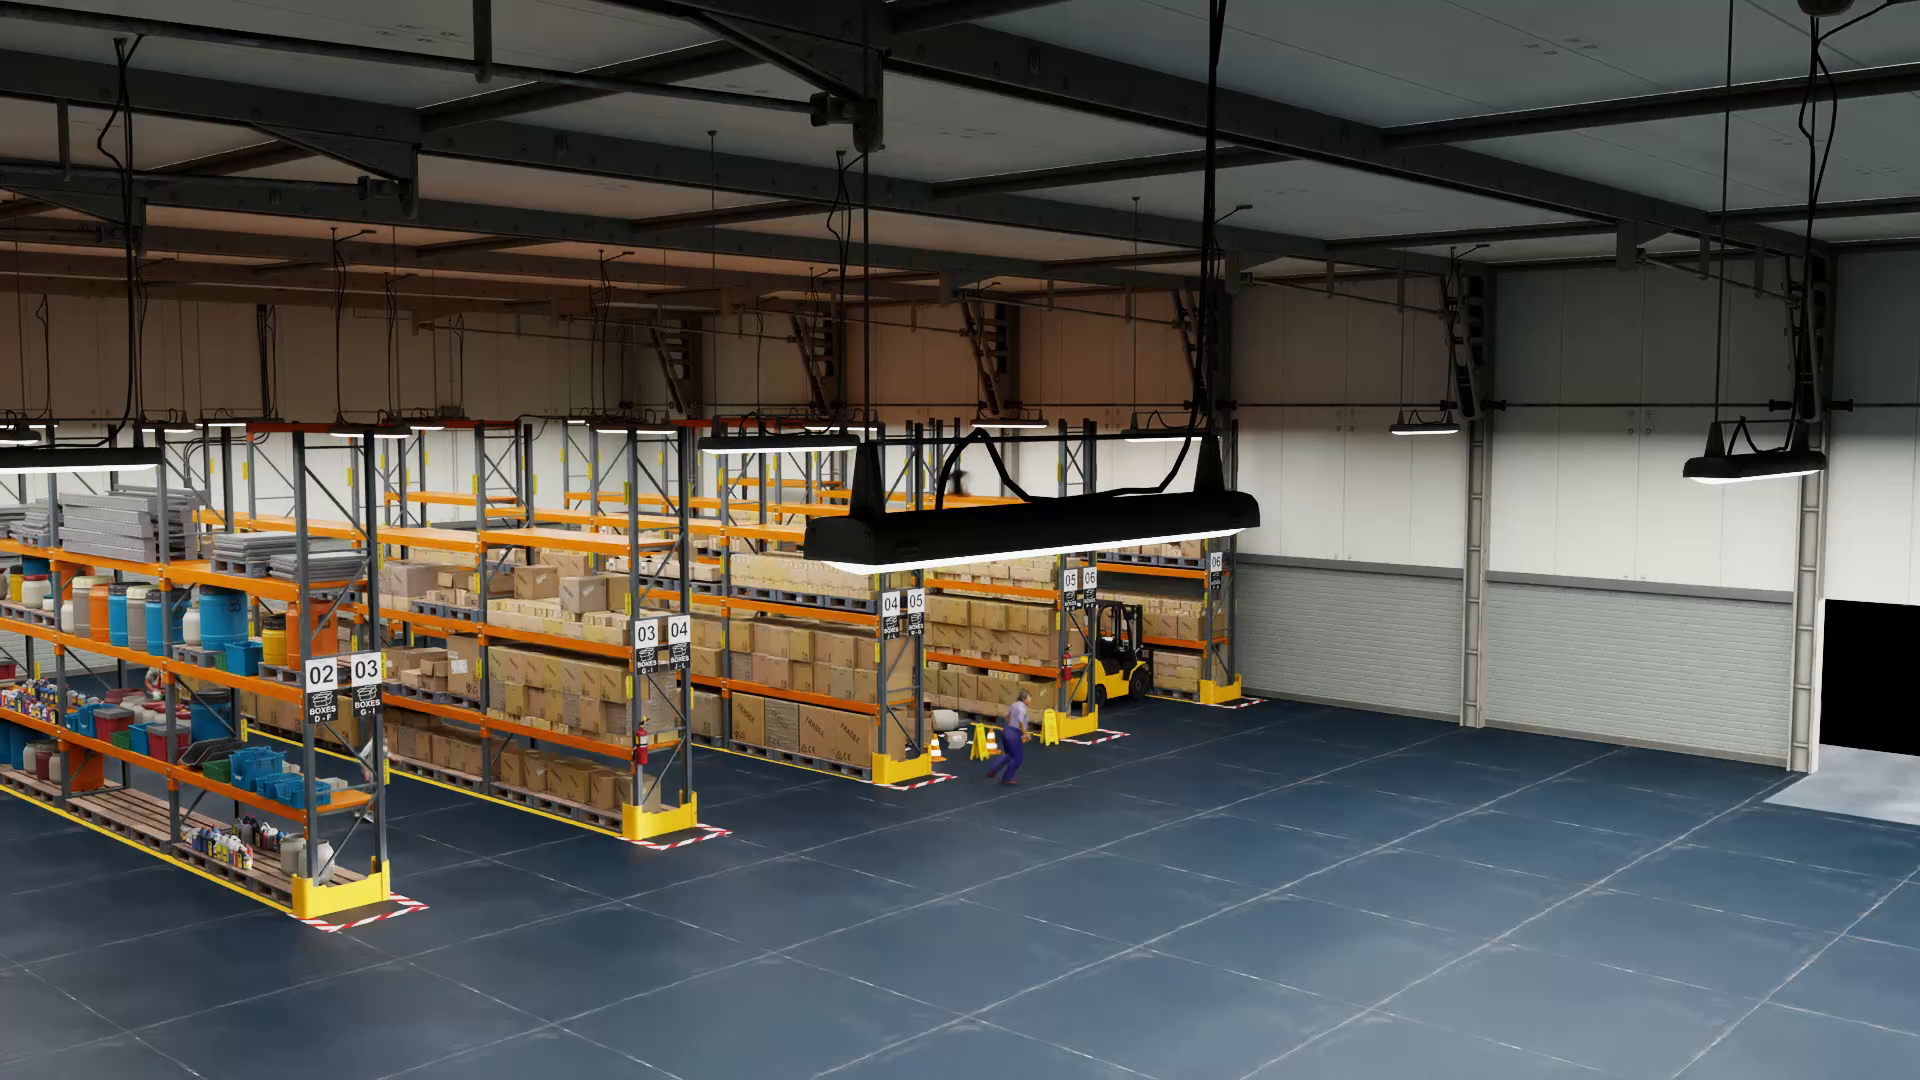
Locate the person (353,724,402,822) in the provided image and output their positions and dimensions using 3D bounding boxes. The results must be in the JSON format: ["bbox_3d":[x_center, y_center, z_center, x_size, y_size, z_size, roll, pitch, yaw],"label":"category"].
[{"bbox_3d":[-8.866,3.541,25.243,0.793,1.547,0.558,0,5,-3],"label":"person"}]

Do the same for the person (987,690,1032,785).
[{"bbox_3d":[0.828,3.293,27.685,0.706,1.556,0.595,-2,5,-19],"label":"person"}]

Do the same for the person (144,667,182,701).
[{"bbox_3d":[-15.180,2.919,31.471,0.871,1.694,0.656,2,5,19],"label":"person"}]
